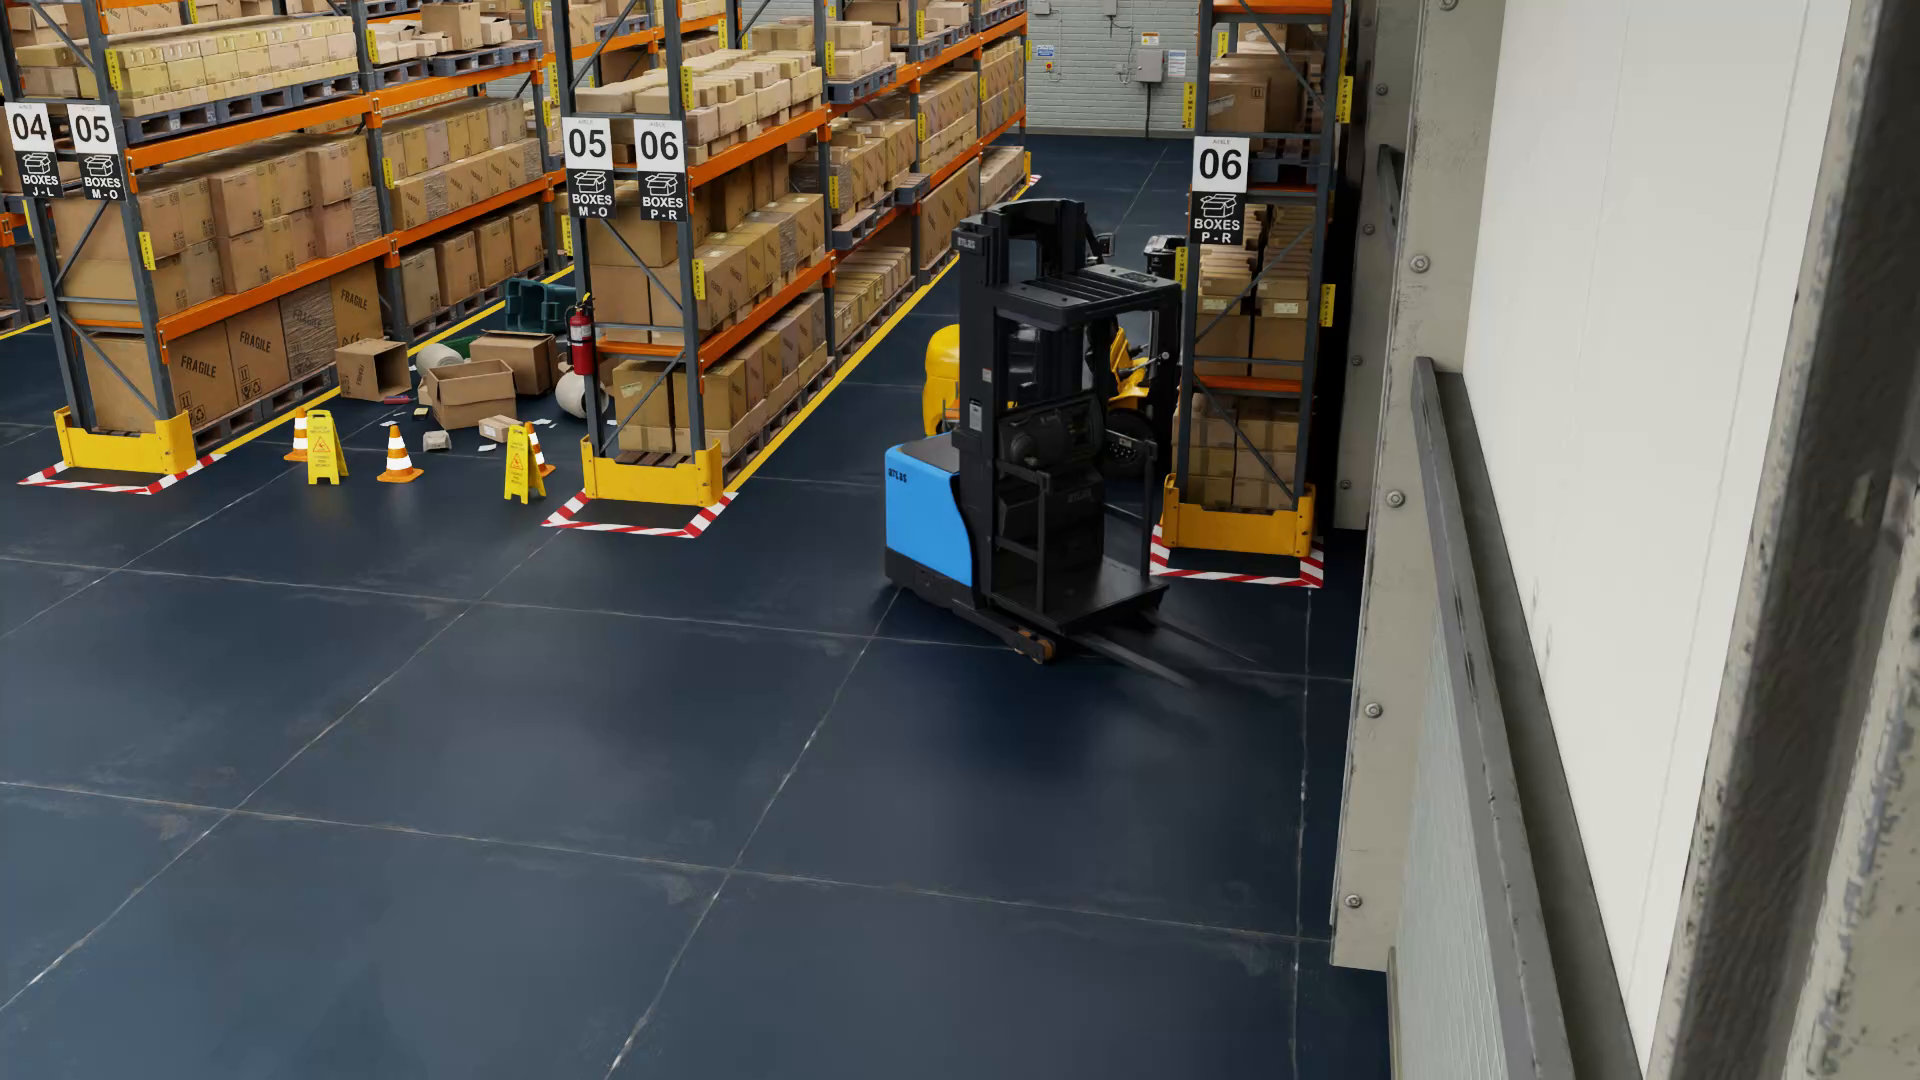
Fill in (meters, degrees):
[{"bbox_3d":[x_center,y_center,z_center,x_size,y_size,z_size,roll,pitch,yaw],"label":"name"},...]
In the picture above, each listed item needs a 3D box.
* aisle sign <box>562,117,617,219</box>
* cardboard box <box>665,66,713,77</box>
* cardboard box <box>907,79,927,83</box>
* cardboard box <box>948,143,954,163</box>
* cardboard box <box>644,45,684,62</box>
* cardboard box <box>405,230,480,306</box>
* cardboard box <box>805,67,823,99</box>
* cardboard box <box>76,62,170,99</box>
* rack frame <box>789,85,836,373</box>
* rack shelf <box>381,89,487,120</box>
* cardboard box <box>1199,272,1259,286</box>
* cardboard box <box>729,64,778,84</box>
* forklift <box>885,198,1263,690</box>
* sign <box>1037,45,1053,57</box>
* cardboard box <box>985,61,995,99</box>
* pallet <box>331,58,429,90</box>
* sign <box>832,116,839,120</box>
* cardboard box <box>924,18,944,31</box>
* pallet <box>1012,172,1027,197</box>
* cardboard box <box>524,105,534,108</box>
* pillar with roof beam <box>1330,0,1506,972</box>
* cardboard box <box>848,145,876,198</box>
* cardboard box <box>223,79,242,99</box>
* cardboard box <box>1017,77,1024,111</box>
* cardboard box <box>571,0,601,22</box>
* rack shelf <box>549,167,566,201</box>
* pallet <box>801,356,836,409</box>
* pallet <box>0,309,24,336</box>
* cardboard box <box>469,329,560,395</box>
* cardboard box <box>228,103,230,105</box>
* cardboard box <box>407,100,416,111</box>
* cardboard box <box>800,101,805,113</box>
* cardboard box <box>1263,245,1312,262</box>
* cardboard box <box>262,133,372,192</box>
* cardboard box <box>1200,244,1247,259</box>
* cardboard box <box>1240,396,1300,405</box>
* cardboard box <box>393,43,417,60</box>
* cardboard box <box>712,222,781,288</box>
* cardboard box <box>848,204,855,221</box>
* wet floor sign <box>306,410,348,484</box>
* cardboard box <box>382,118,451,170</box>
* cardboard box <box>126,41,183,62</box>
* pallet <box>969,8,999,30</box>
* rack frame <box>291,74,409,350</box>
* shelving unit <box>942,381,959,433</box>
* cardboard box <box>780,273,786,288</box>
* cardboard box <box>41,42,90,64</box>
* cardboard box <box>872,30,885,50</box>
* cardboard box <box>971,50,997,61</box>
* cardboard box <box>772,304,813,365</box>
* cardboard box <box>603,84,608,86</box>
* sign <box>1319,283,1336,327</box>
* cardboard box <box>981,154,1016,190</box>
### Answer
[{"bbox_3d":[-2.944,-2.951,13.216,0.394,0.787,0.004,4,22,11],"label":"aisle sign"},{"bbox_3d":[-2.451,-4.188,15.021,0.380,0.149,0.250,5,22,12],"label":"cardboard box"},{"bbox_3d":[-0.751,-6.134,23.127,0.500,0.500,0.500,4,22,10],"label":"cardboard box"},{"bbox_3d":[-0.371,-5.323,22.786,0.500,0.250,0.500,4,22,11],"label":"cardboard box"},{"bbox_3d":[-4.644,-7.460,26.021,0.500,0.500,0.500,4,22,9],"label":"cardboard box"},{"bbox_3d":[-6.458,-3.287,19.978,1.050,0.750,0.750,4,22,11],"label":"cardboard box"},{"bbox_3d":[-1.658,-4.486,16.294,0.500,0.250,0.500,4,22,10],"label":"cardboard box"},{"bbox_3d":[-7.164,-3.944,14.253,0.500,0.250,0.500,4,22,11],"label":"cardboard box"},{"bbox_3d":[-1.831,-3.208,17.335,1.000,3.000,0.127,4,22,11],"label":"rack frame"},{"bbox_3d":[-9.492,-7.287,28.426,1.077,0.370,4.000,4,22,11],"label":"rack shelf"},{"bbox_3d":[2.275,-1.991,14.180,0.500,0.500,0.500,4,22,10],"label":"cardboard box"},{"bbox_3d":[-1.881,-4.241,15.153,0.380,0.149,0.250,5,22,12],"label":"cardboard box"},{"bbox_3d":[0.760,-0.729,11.272,1.130,2.935,3.031,-17,28,-36],"label":"forklift"},{"bbox_3d":[1.710,-9.813,33.371,0.327,0.218,0.001,4,22,11],"label":"sign"},{"bbox_3d":[0.245,-6.984,25.239,0.500,0.500,0.500,4,22,10],"label":"cardboard box"},{"bbox_3d":[-6.559,-5.191,18.498,0.805,0.209,1.217,4,22,9],"label":"pallet"},{"bbox_3d":[-1.559,-5.250,20.853,0.100,0.325,0.005,4,22,11],"label":"sign"},{"bbox_3d":[-0.438,-6.909,22.259,0.380,0.166,0.250,6,23,15],"label":"cardboard box"},{"bbox_3d":[0.531,-6.005,28.012,1.003,0.211,1.213,4,22,11],"label":"pallet"},{"bbox_3d":[-6.018,-5.953,23.129,0.380,0.149,0.250,4,22,11],"label":"cardboard box"},{"bbox_3d":[-2.202,-2.471,7.474,9.100,9.000,0.400,4,22,11],"label":"pillar with roof beam"},{"bbox_3d":[-1.239,-4.100,18.455,0.500,0.500,0.500,4,22,11],"label":"cardboard box"},{"bbox_3d":[-6.873,-4.165,15.334,0.380,0.149,0.250,4,22,11],"label":"cardboard box"},{"bbox_3d":[0.778,-7.447,27.726,0.500,0.500,0.500,5,22,11],"label":"cardboard box"},{"bbox_3d":[-5.509,-7.554,23.409,0.797,0.503,0.637,4,22,10],"label":"cardboard box"},{"bbox_3d":[-5.473,-5.410,23.763,1.077,0.370,4.000,4,22,11],"label":"rack shelf"},{"bbox_3d":[-1.934,-1.667,17.240,1.003,0.211,1.213,4,22,11],"label":"pallet"},{"bbox_3d":[-11.635,-2.422,19.116,1.003,0.211,1.213,4,22,11],"label":"pallet"},{"bbox_3d":[-4.585,-1.829,17.069,0.797,0.637,0.503,4,22,11],"label":"cardboard box"},{"bbox_3d":[-10.551,-6.205,23.298,0.797,0.503,0.637,5,23,13],"label":"cardboard box"},{"bbox_3d":[-9.304,-7.238,27.678,0.380,0.149,0.250,4,22,10],"label":"cardboard box"},{"bbox_3d":[-1.735,-4.259,16.265,0.380,0.149,0.250,5,22,12],"label":"cardboard box"},{"bbox_3d":[2.711,-2.339,13.776,0.380,0.149,0.250,5,23,13],"label":"cardboard box"},{"bbox_3d":[-6.807,-3.987,17.622,0.875,0.550,0.550,4,22,11],"label":"cardboard box"},{"bbox_3d":[2.194,-2.380,13.879,0.380,0.149,0.250,5,22,12],"label":"cardboard box"},{"bbox_3d":[2.594,-1.096,13.870,0.500,0.250,0.500,4,22,11],"label":"cardboard box"},{"bbox_3d":[-6.243,-5.425,18.465,0.250,0.149,0.380,4,22,11],"label":"cardboard box"},{"bbox_3d":[-1.978,-2.645,15.404,0.500,0.500,0.500,4,22,10],"label":"cardboard box"},{"bbox_3d":[-1.349,-3.555,17.971,0.380,0.149,0.250,5,22,12],"label":"cardboard box"},{"bbox_3d":[-5.581,-0.832,14.587,0.267,0.644,0.232,1,22,2],"label":"wet floor sign"},{"bbox_3d":[-6.396,-4.614,19.353,0.700,0.500,0.500,5,22,11],"label":"cardboard box"},{"bbox_3d":[-7.030,-4.255,14.491,0.380,0.149,0.250,4,22,10],"label":"cardboard box"},{"bbox_3d":[-0.022,-7.783,24.797,1.003,0.211,1.213,4,22,11],"label":"pallet"},{"bbox_3d":[-6.698,-3.549,18.181,1.000,3.000,0.127,4,22,11],"label":"rack frame"},{"bbox_3d":[0.034,-0.617,13.310,0.258,1.200,0.503,4,22,11],"label":"shelving unit"},{"bbox_3d":[-1.884,-2.488,15.883,0.380,0.149,0.250,4,22,10],"label":"cardboard box"},{"bbox_3d":[-7.725,-4.212,14.385,0.380,0.149,0.250,5,22,11],"label":"cardboard box"},{"bbox_3d":[-1.298,-5.551,18.998,0.797,0.503,0.637,4,22,11],"label":"cardboard box"},{"bbox_3d":[0.361,-7.414,25.437,0.380,0.149,0.250,4,22,9],"label":"cardboard box"},{"bbox_3d":[-1.791,-2.053,16.580,0.500,0.500,0.500,5,22,12],"label":"cardboard box"},{"bbox_3d":[-5.243,-6.857,25.864,0.500,0.500,0.500,4,22,11],"label":"cardboard box"},{"bbox_3d":[2.755,-1.762,12.480,0.100,0.325,0.005,4,22,11],"label":"sign"},{"bbox_3d":[0.402,-6.019,27.182,0.875,0.438,0.875,5,22,12],"label":"cardboard box"}]
